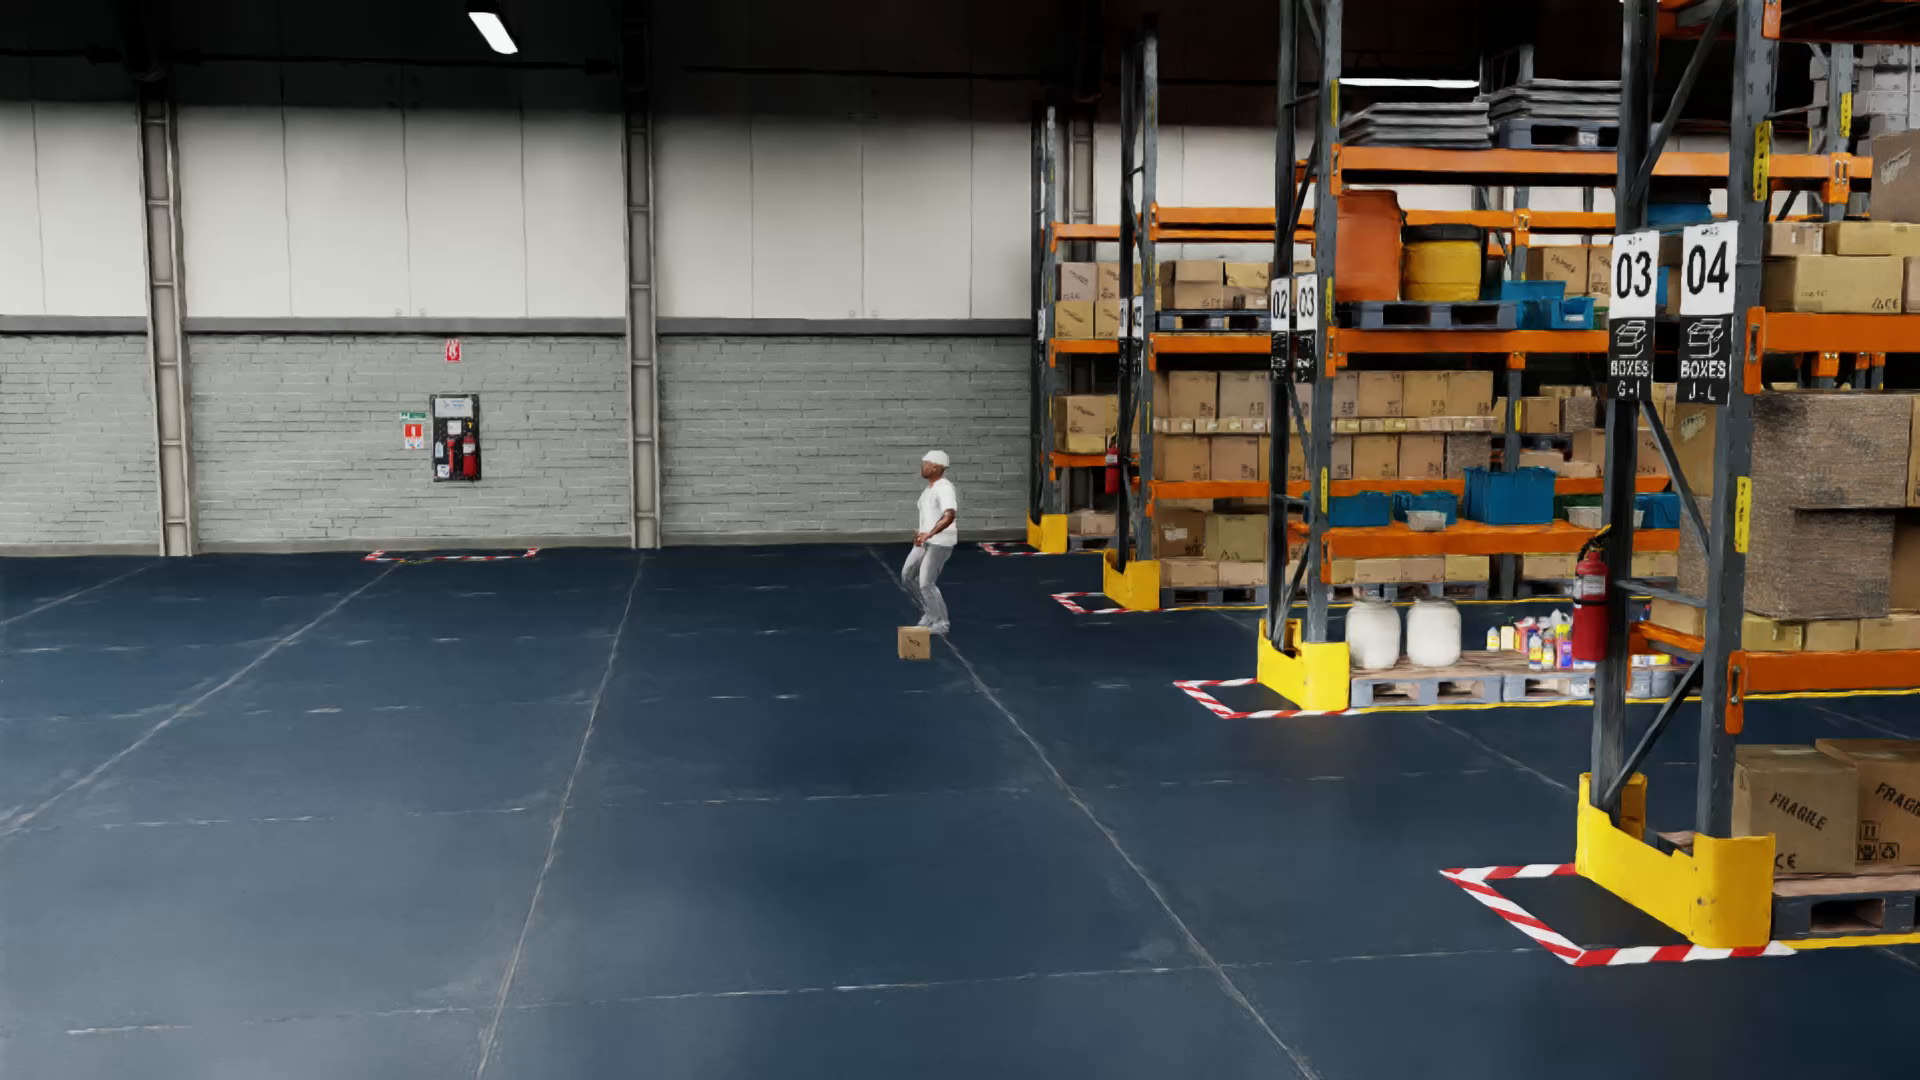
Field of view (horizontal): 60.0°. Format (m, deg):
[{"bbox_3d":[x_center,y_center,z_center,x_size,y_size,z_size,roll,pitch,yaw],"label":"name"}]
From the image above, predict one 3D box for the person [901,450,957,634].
[{"bbox_3d":[-0.257,0.026,15.524,0.531,1.731,0.739,-3,7,-23],"label":"person"}]
